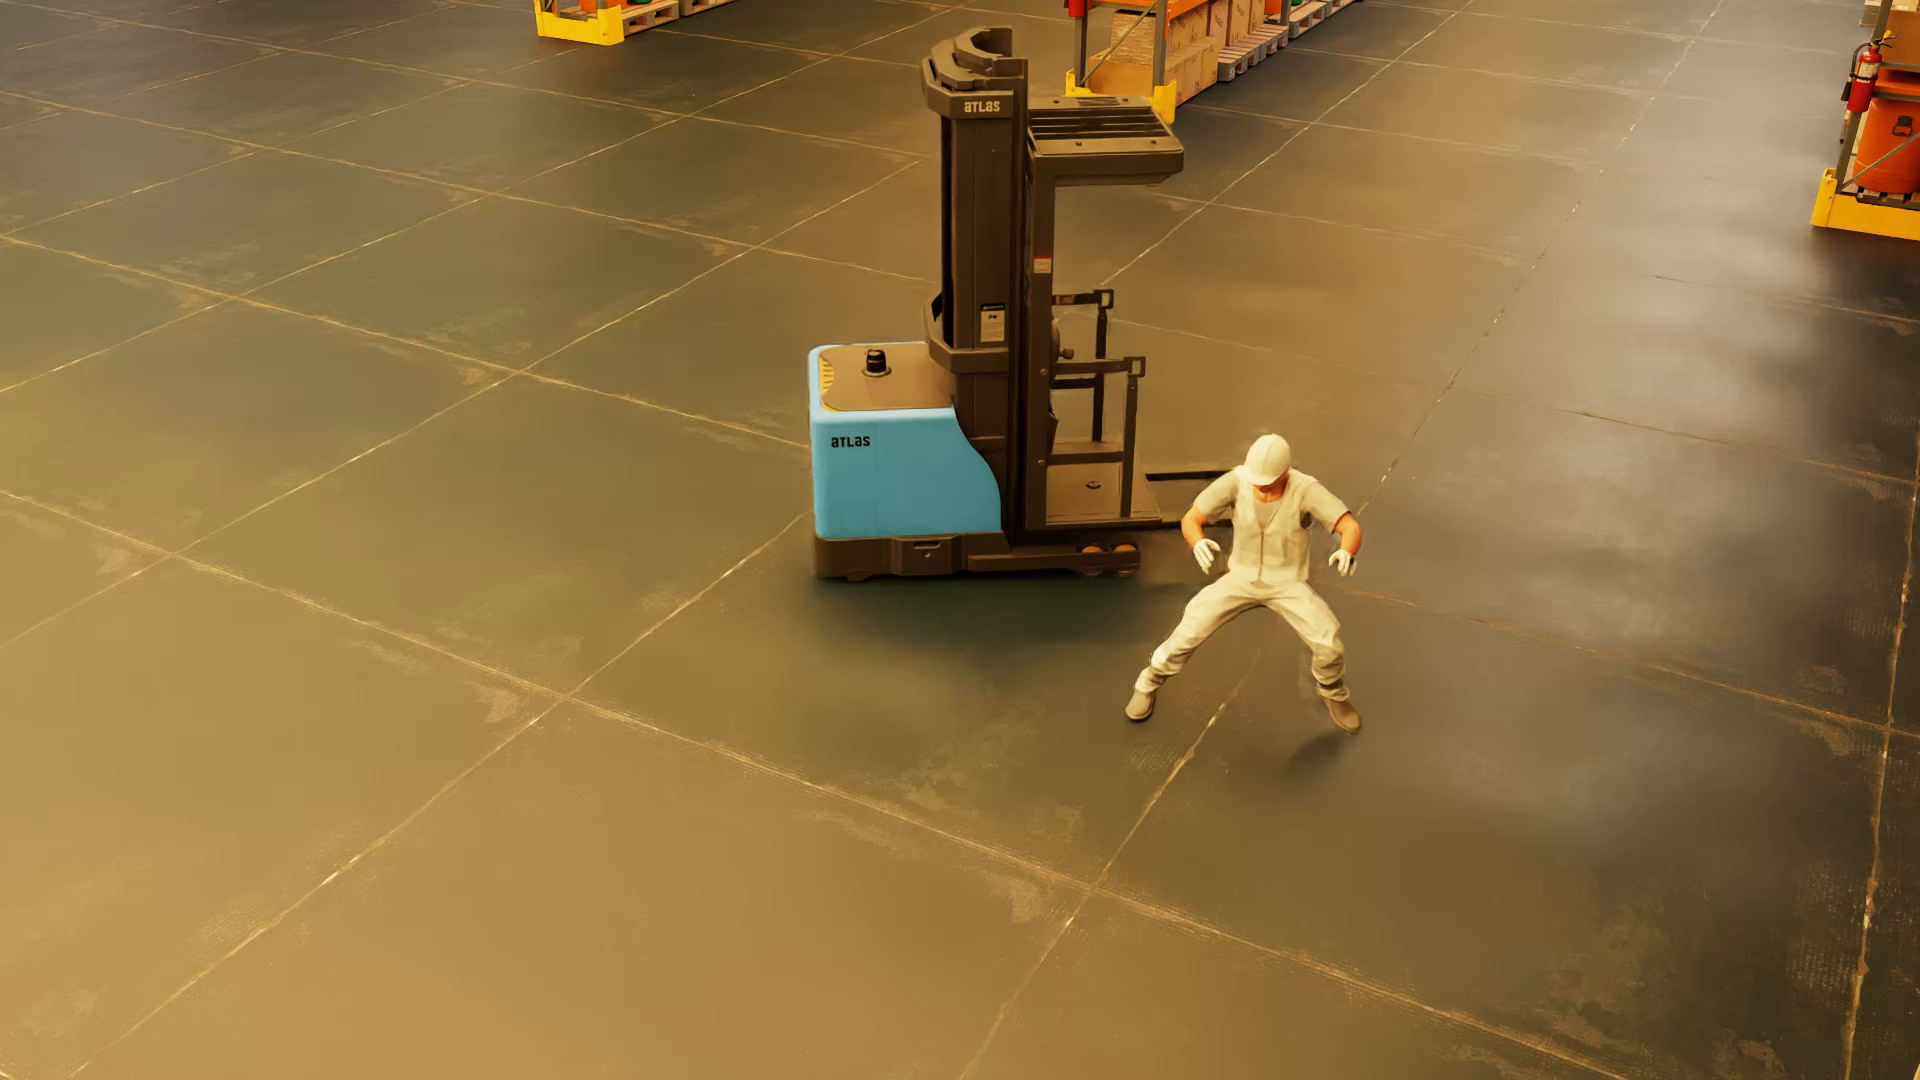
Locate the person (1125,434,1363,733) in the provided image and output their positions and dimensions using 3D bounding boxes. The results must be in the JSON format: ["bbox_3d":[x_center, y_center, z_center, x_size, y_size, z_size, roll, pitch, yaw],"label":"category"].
[{"bbox_3d":[1.452,0.220,8.070,1.136,1.548,0.711,13,33,22],"label":"person"}]

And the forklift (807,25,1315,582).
[{"bbox_3d":[0.634,-1.325,9.367,3.031,2.935,1.130,-3,30,-5],"label":"forklift"}]
